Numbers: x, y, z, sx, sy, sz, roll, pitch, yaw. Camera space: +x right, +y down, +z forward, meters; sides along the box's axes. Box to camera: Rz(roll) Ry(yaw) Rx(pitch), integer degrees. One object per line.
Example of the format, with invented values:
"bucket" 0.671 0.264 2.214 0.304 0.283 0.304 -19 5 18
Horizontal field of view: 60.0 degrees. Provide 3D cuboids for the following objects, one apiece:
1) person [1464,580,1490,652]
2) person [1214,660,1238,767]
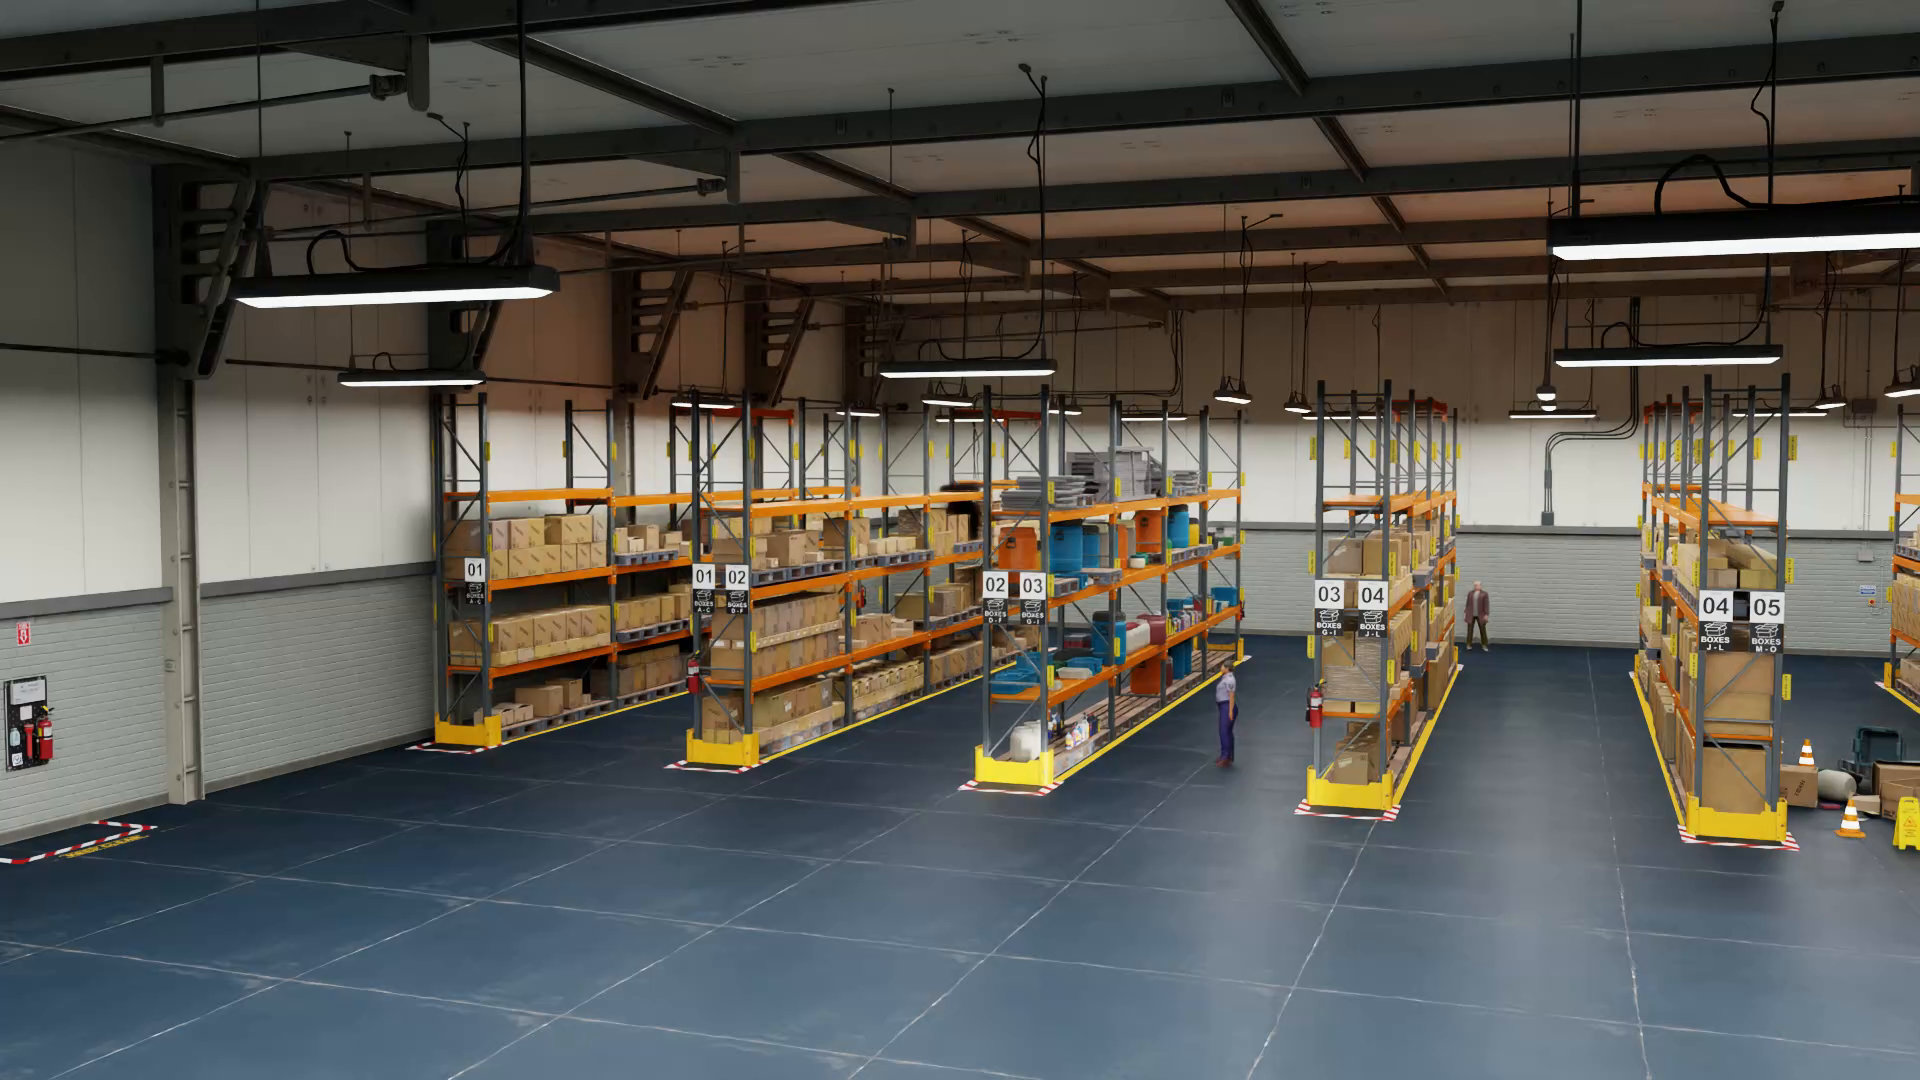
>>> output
"person" 12.993 1.911 41.827 0.640 1.808 0.423 1 3 21
"person" 4.259 2.770 26.649 0.396 1.682 0.626 0 3 6
